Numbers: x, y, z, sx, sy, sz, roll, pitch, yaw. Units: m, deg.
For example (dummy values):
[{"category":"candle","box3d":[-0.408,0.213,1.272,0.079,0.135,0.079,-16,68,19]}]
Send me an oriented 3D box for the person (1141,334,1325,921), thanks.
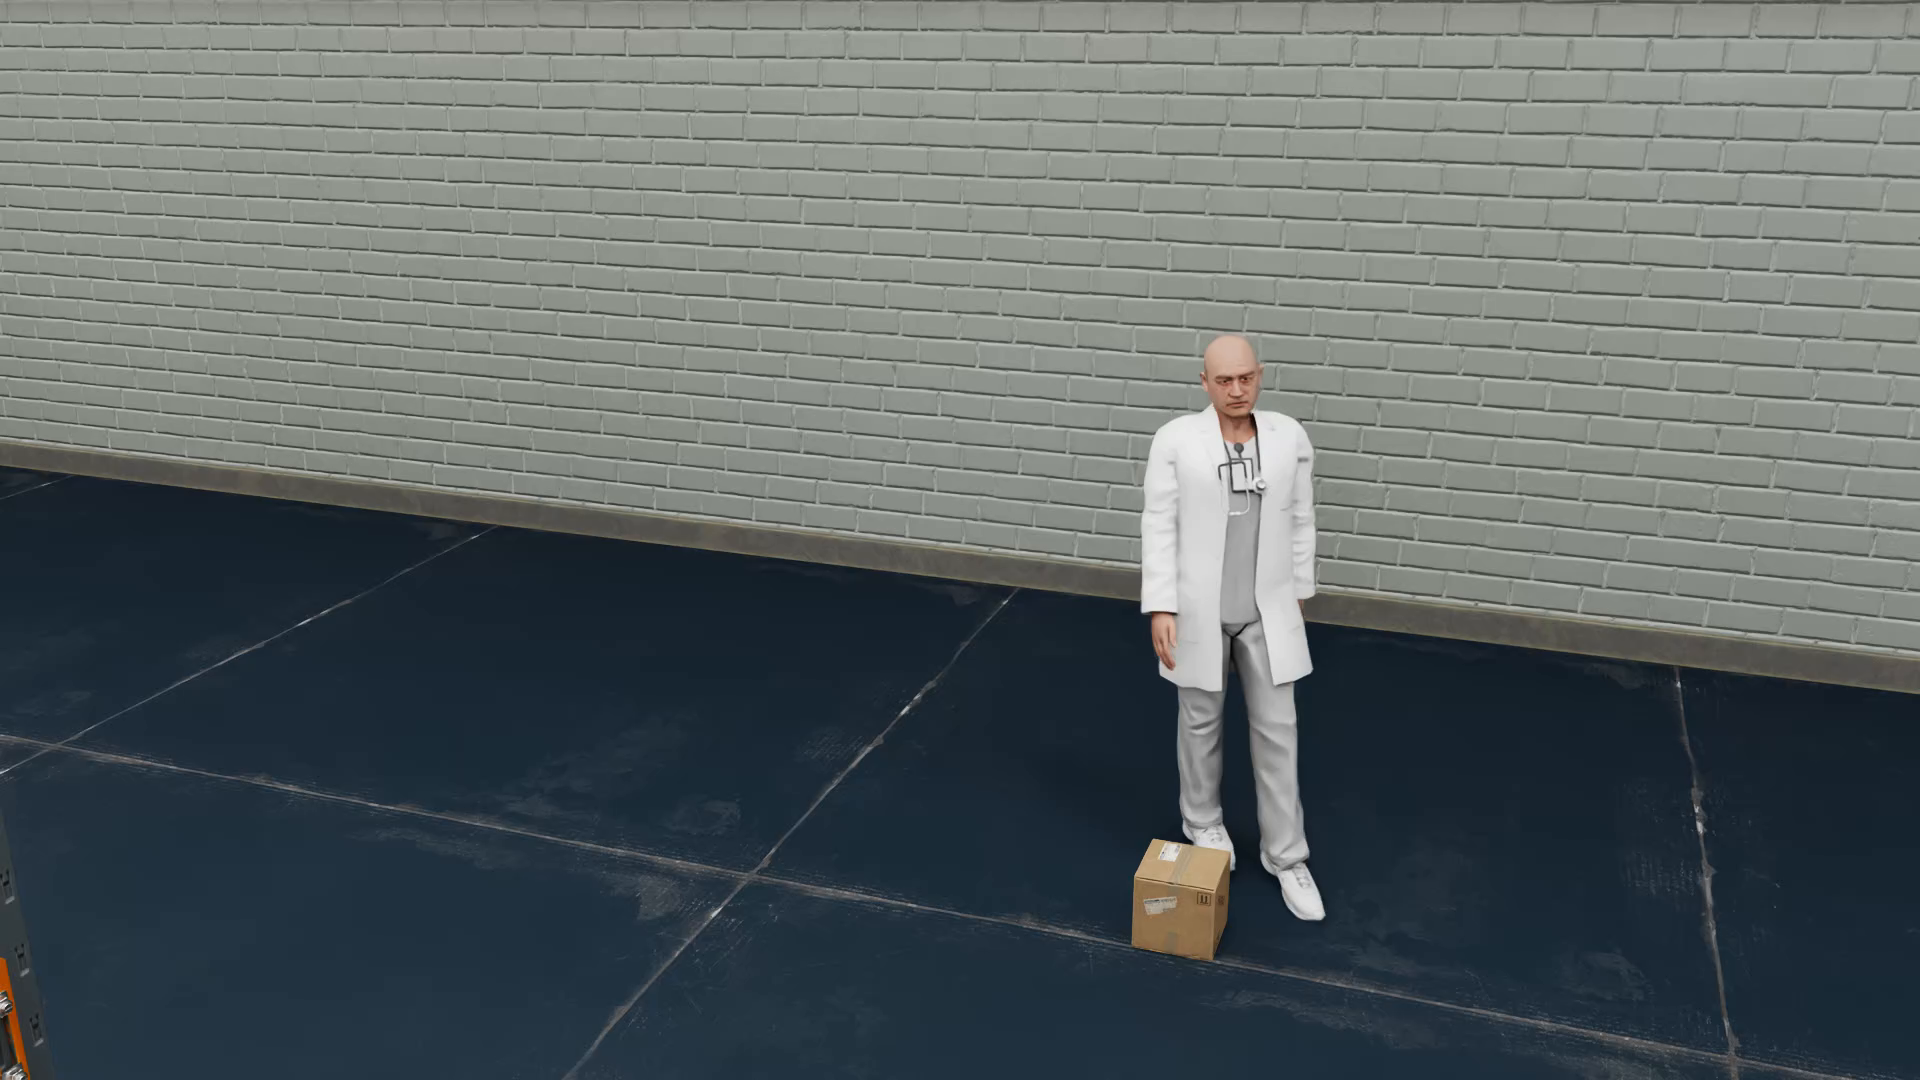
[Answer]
[{"category":"person","box3d":[0.870,0.268,5.264,0.589,1.794,0.636,0,18,-1]}]
